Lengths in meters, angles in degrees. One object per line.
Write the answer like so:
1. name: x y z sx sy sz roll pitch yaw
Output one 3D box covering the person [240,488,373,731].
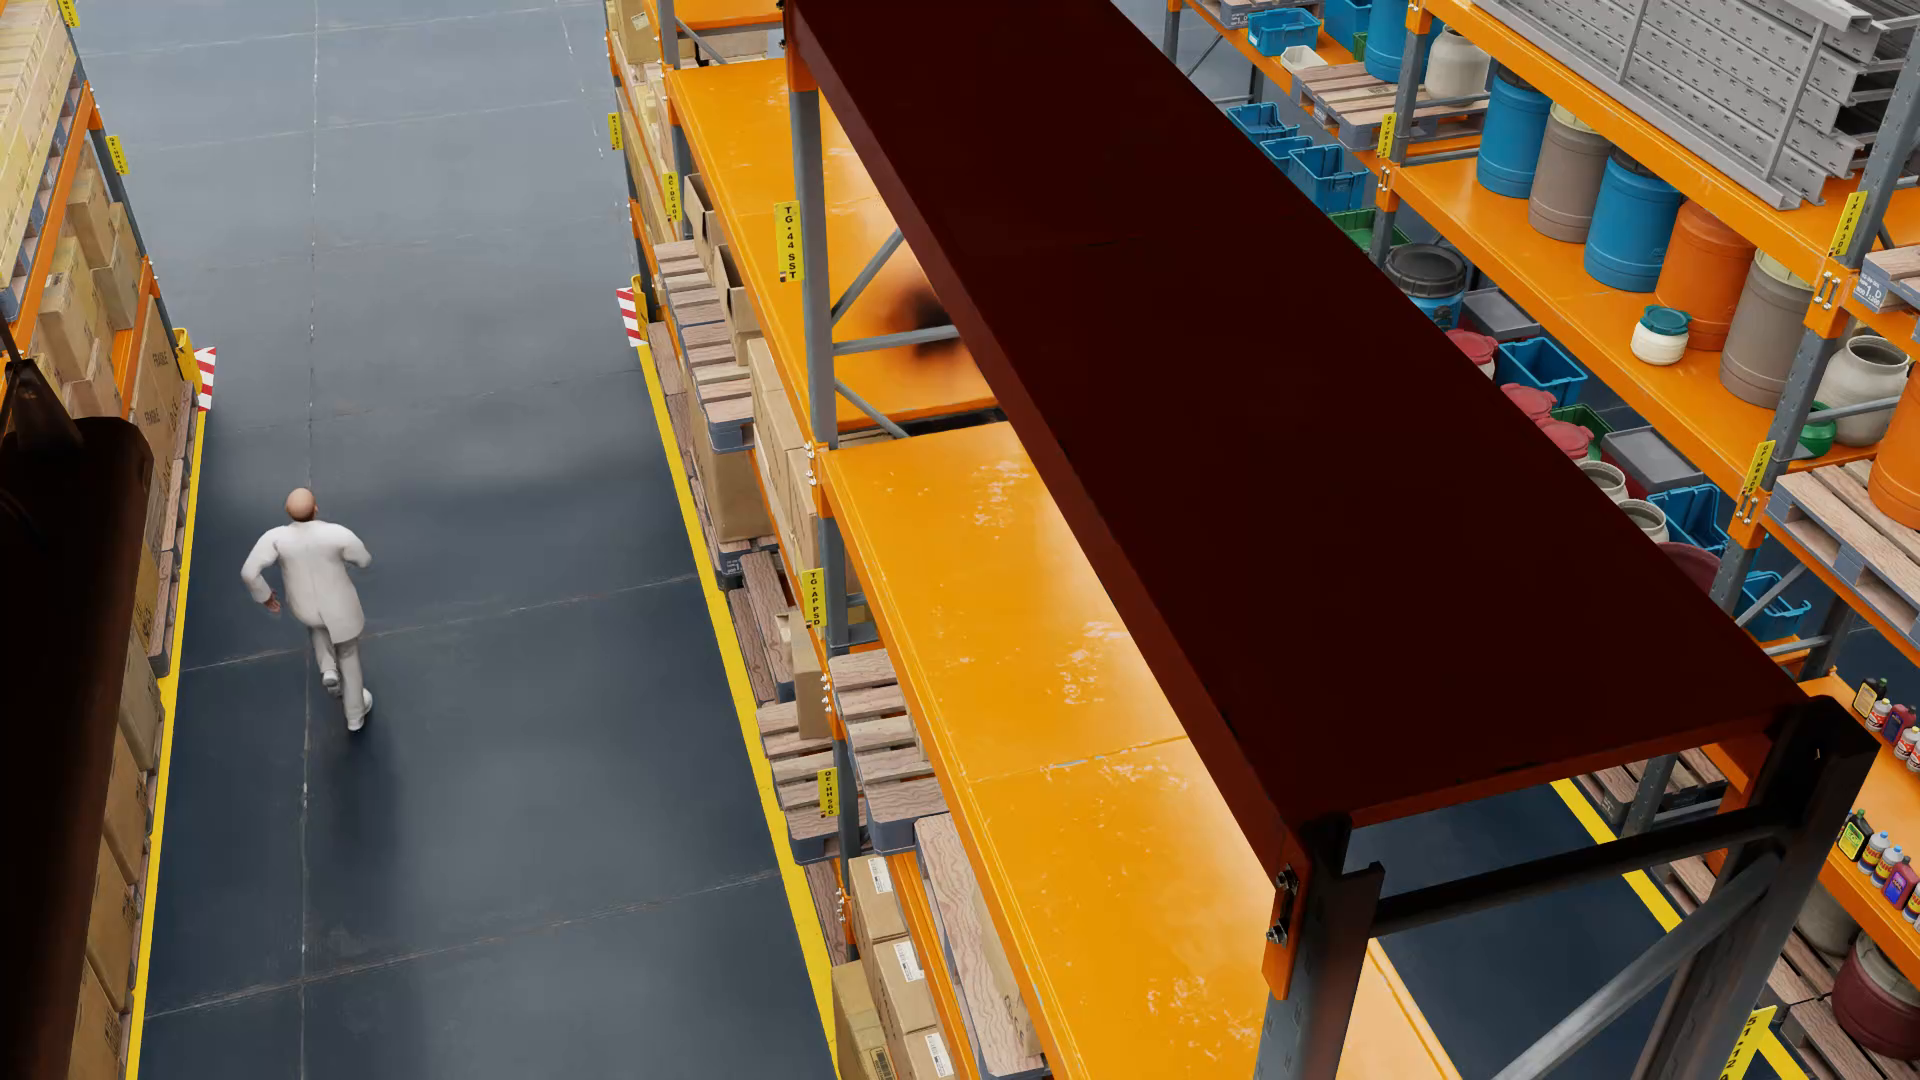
1. person: -4.198 0.379 10.934 0.735 1.732 0.817 -6 39 -7
